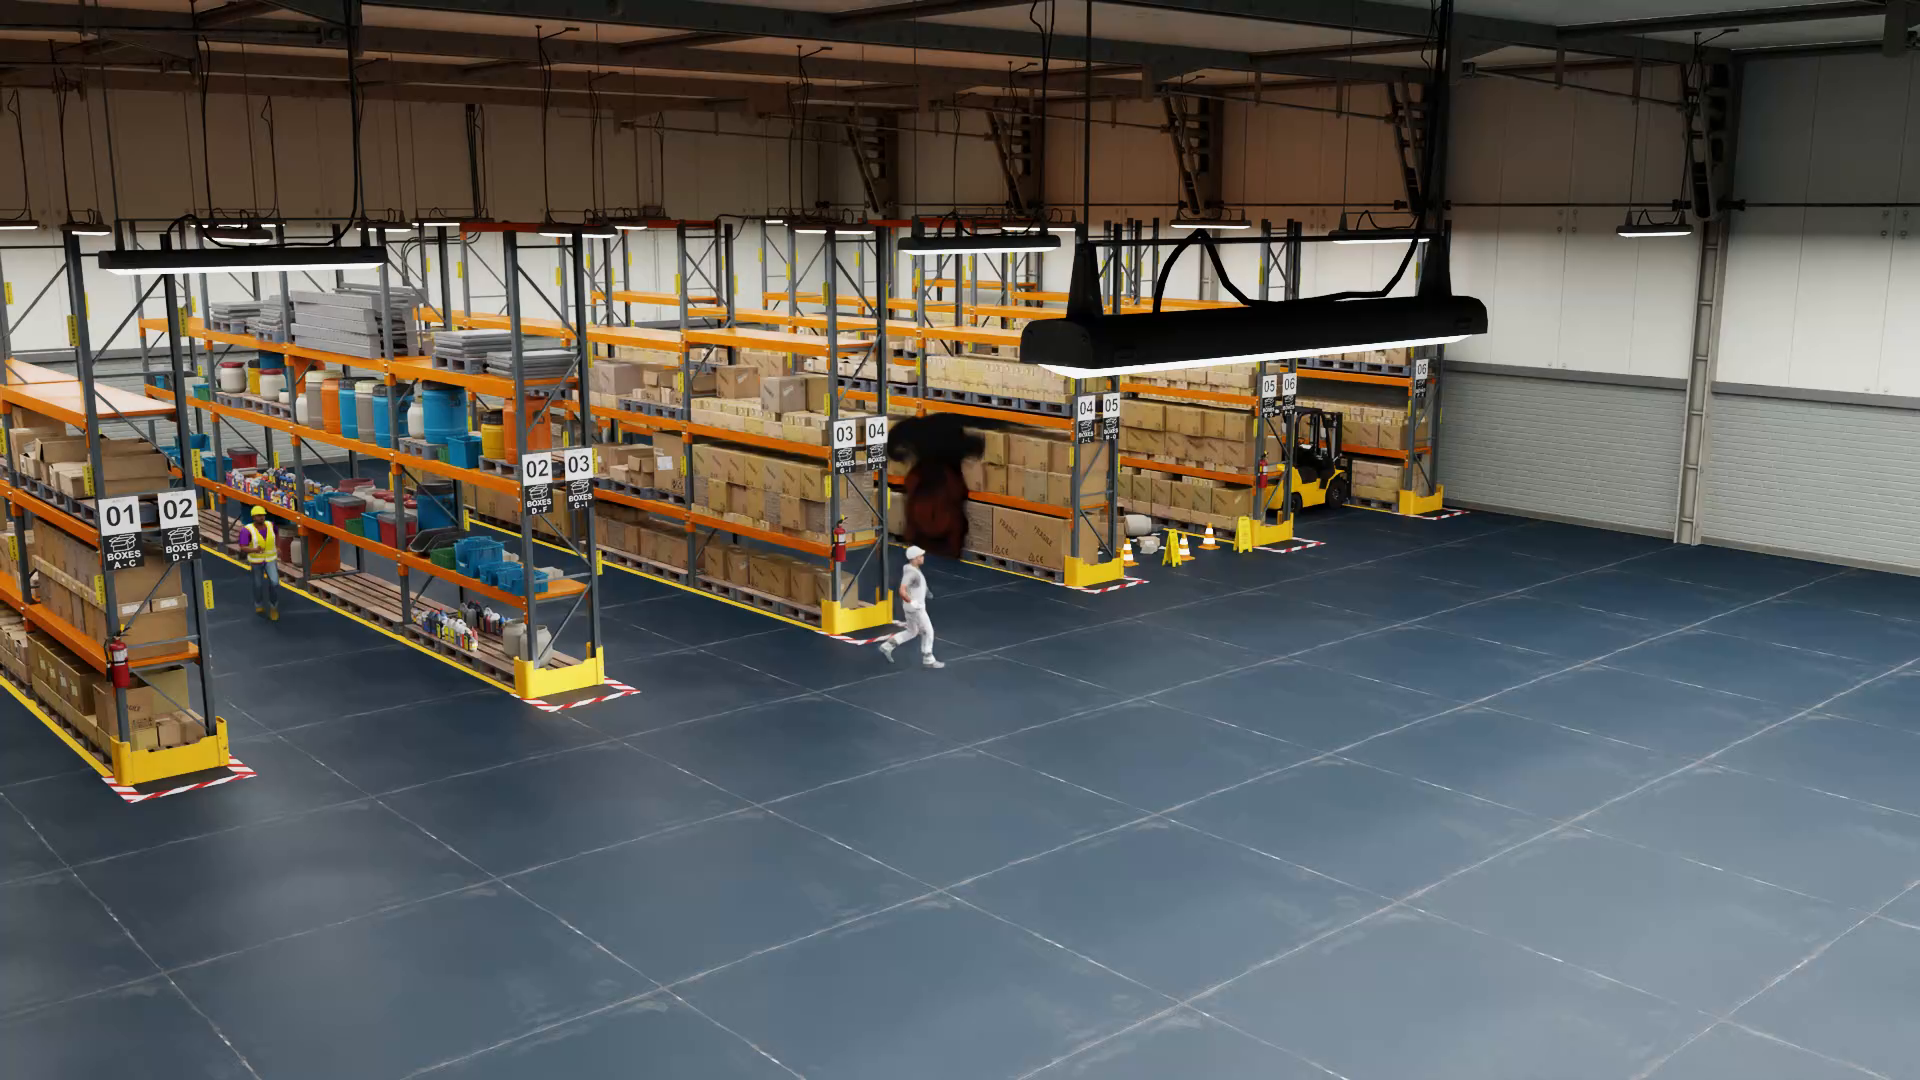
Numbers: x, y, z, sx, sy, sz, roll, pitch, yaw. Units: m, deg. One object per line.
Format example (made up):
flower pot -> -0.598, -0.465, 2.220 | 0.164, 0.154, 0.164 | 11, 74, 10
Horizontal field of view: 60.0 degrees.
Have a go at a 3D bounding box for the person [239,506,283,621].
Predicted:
person -> -10.753, 0.361, 25.651 | 0.651, 1.811, 0.833 | -7, 14, -33

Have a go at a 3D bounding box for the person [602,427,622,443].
person -> -8.597, -2.772, 41.121 | 0.645, 1.838, 0.889 | 8, 14, 34

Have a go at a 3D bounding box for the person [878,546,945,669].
person -> -0.653, 0.941, 22.734 | 0.926, 1.758, 0.647 | -1, 12, -7
